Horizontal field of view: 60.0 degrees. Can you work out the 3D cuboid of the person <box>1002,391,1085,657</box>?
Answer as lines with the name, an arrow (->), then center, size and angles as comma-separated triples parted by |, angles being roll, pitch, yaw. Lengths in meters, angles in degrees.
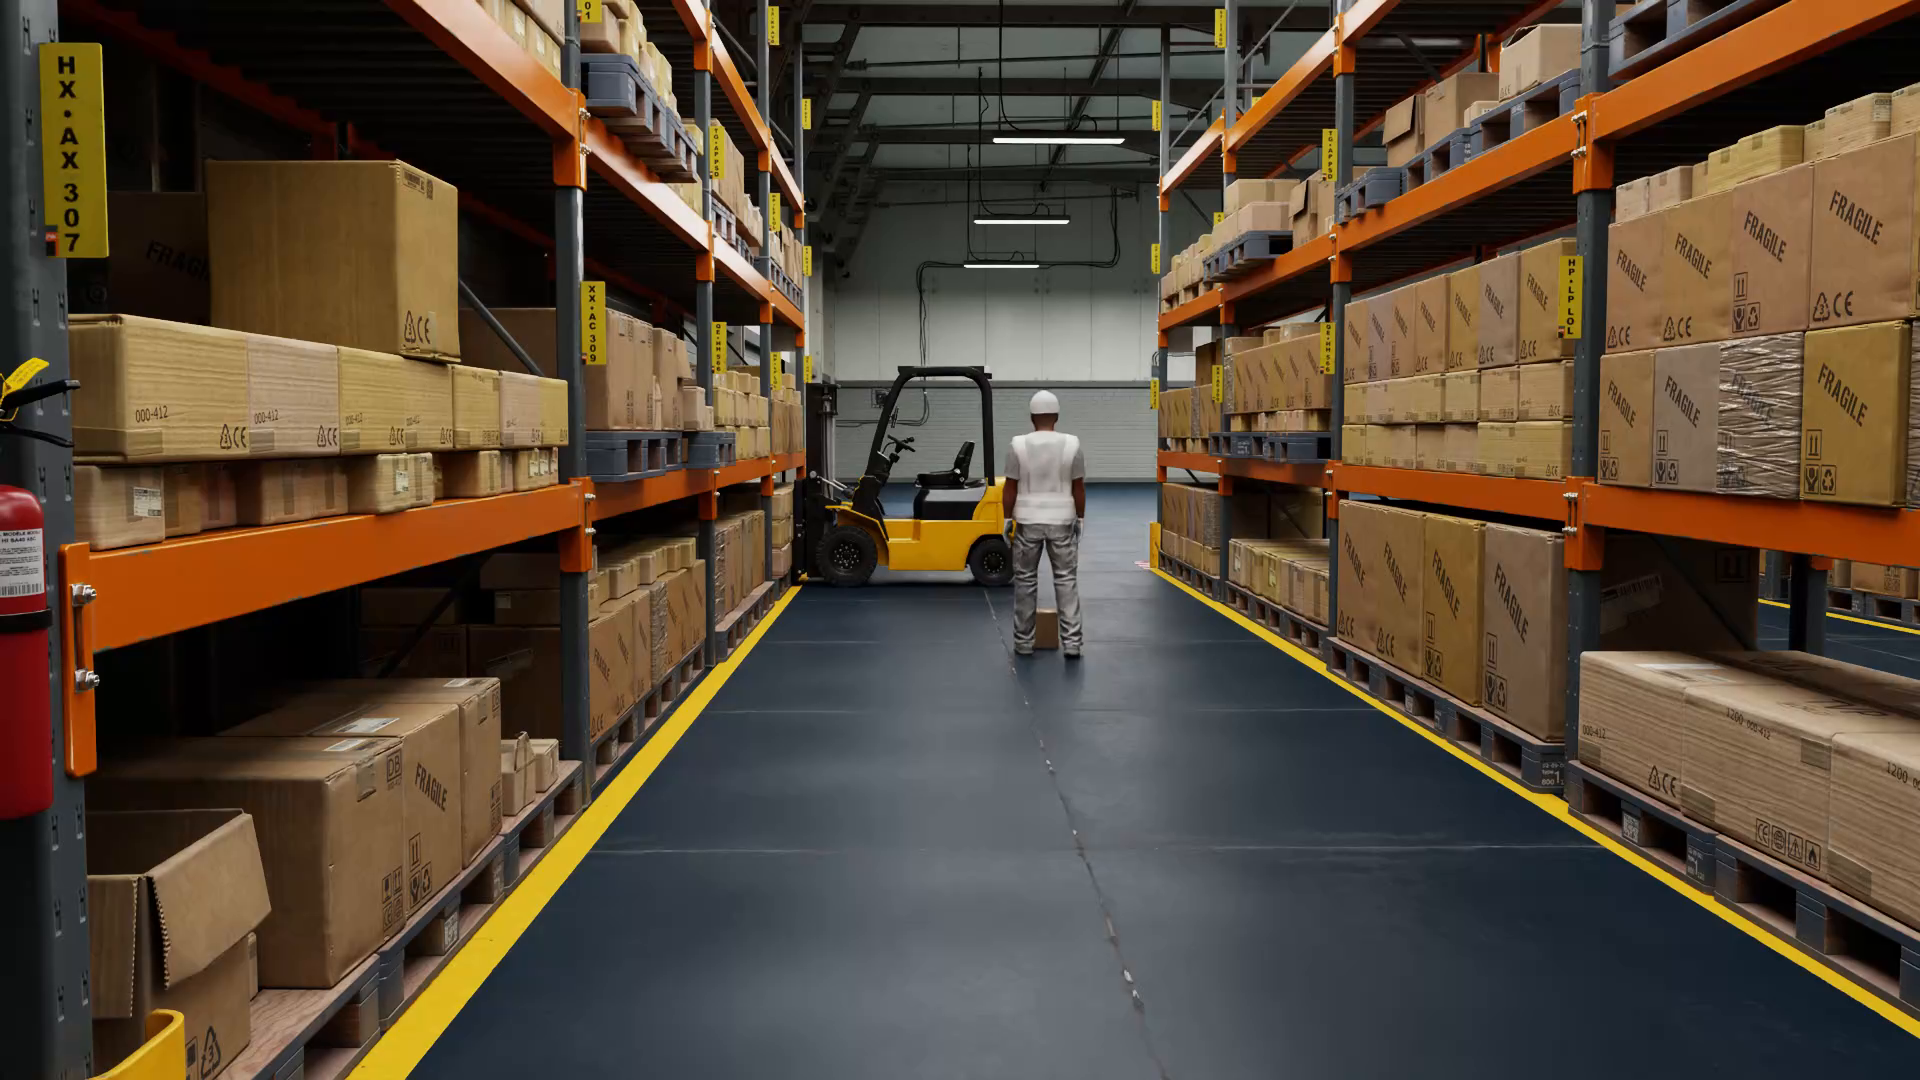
person -> 0.563, -0.098, 11.245 | 0.558, 1.816, 0.482 | 0, 4, 0
